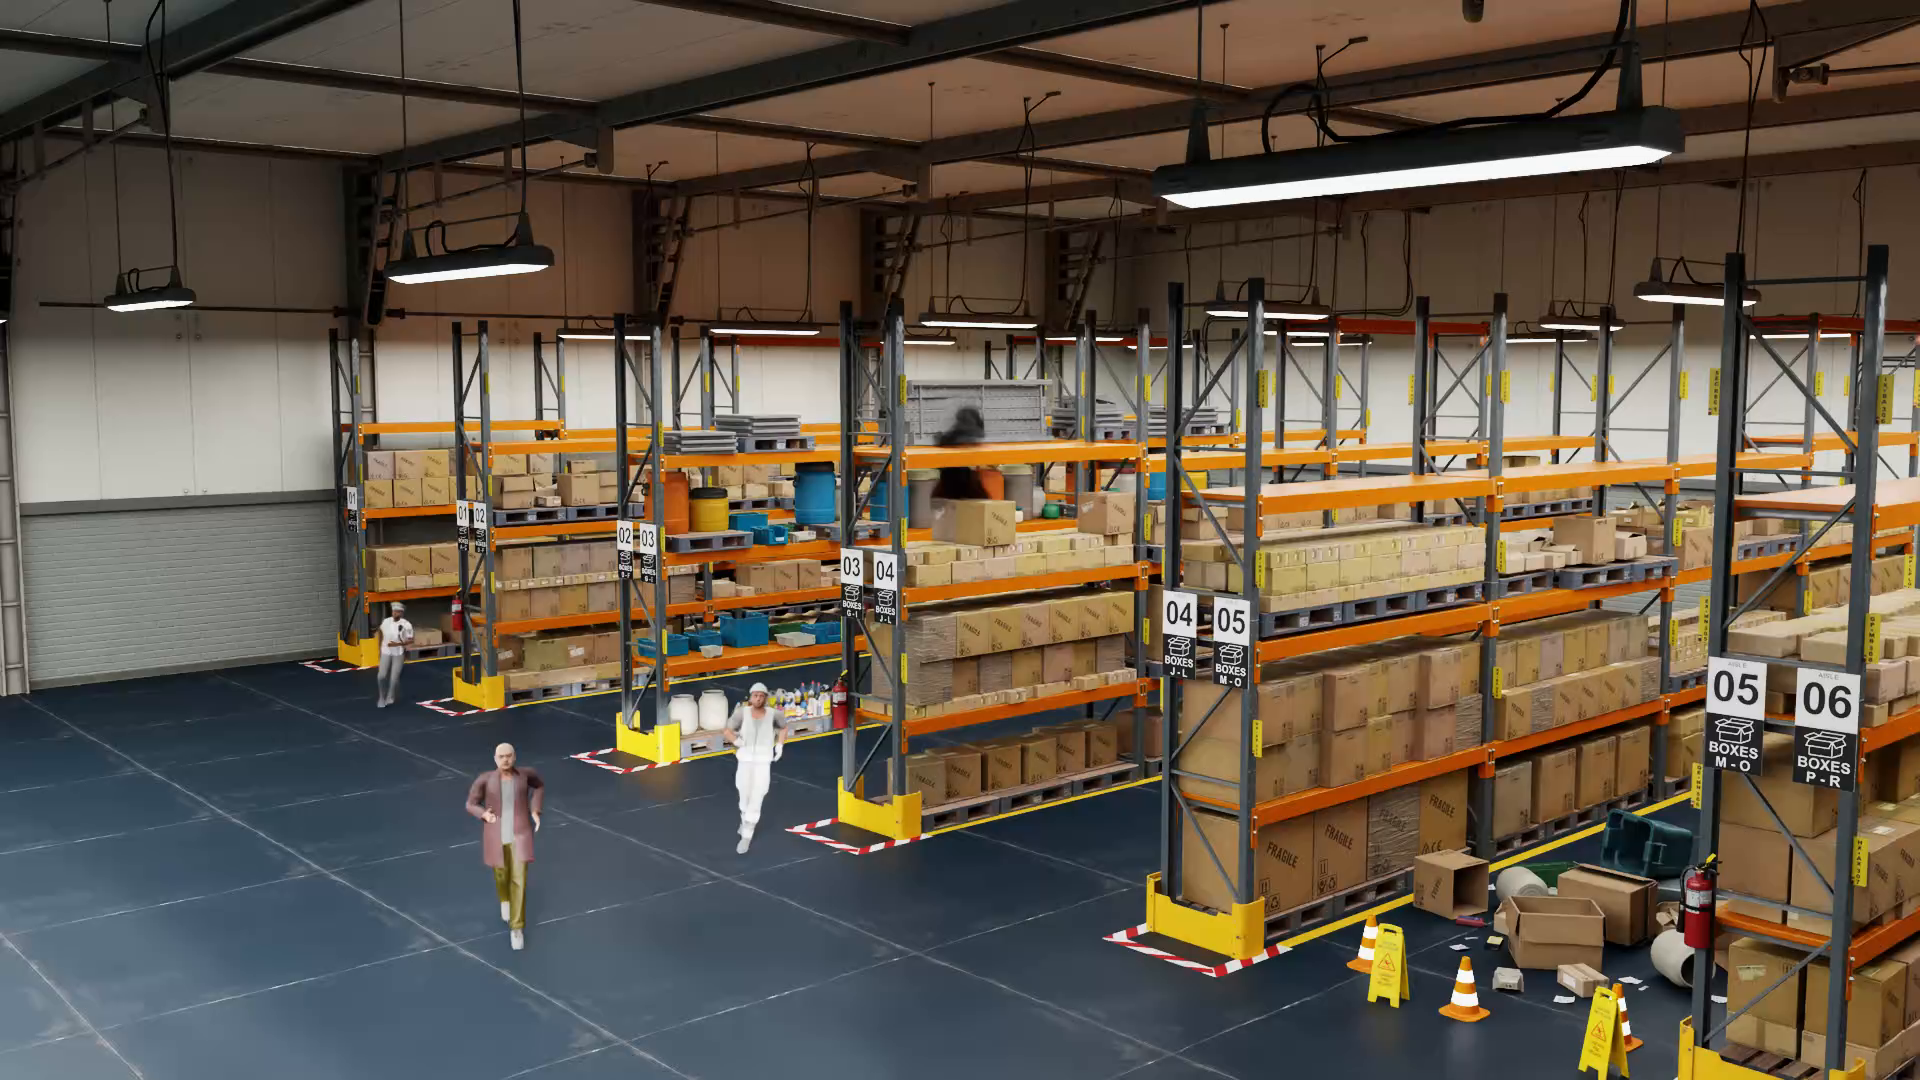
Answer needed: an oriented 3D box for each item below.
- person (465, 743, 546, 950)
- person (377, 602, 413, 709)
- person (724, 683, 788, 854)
[{"bbox_3d":[-4.171,2.747,15.296,0.709,1.790,1.057,-1,6,-13],"label":"person"},{"bbox_3d":[-8.792,1.792,25.886,0.588,1.699,0.607,-1,6,-6],"label":"person"},{"bbox_3d":[-2.249,2.452,18.284,0.683,1.793,0.905,0,6,0],"label":"person"}]
